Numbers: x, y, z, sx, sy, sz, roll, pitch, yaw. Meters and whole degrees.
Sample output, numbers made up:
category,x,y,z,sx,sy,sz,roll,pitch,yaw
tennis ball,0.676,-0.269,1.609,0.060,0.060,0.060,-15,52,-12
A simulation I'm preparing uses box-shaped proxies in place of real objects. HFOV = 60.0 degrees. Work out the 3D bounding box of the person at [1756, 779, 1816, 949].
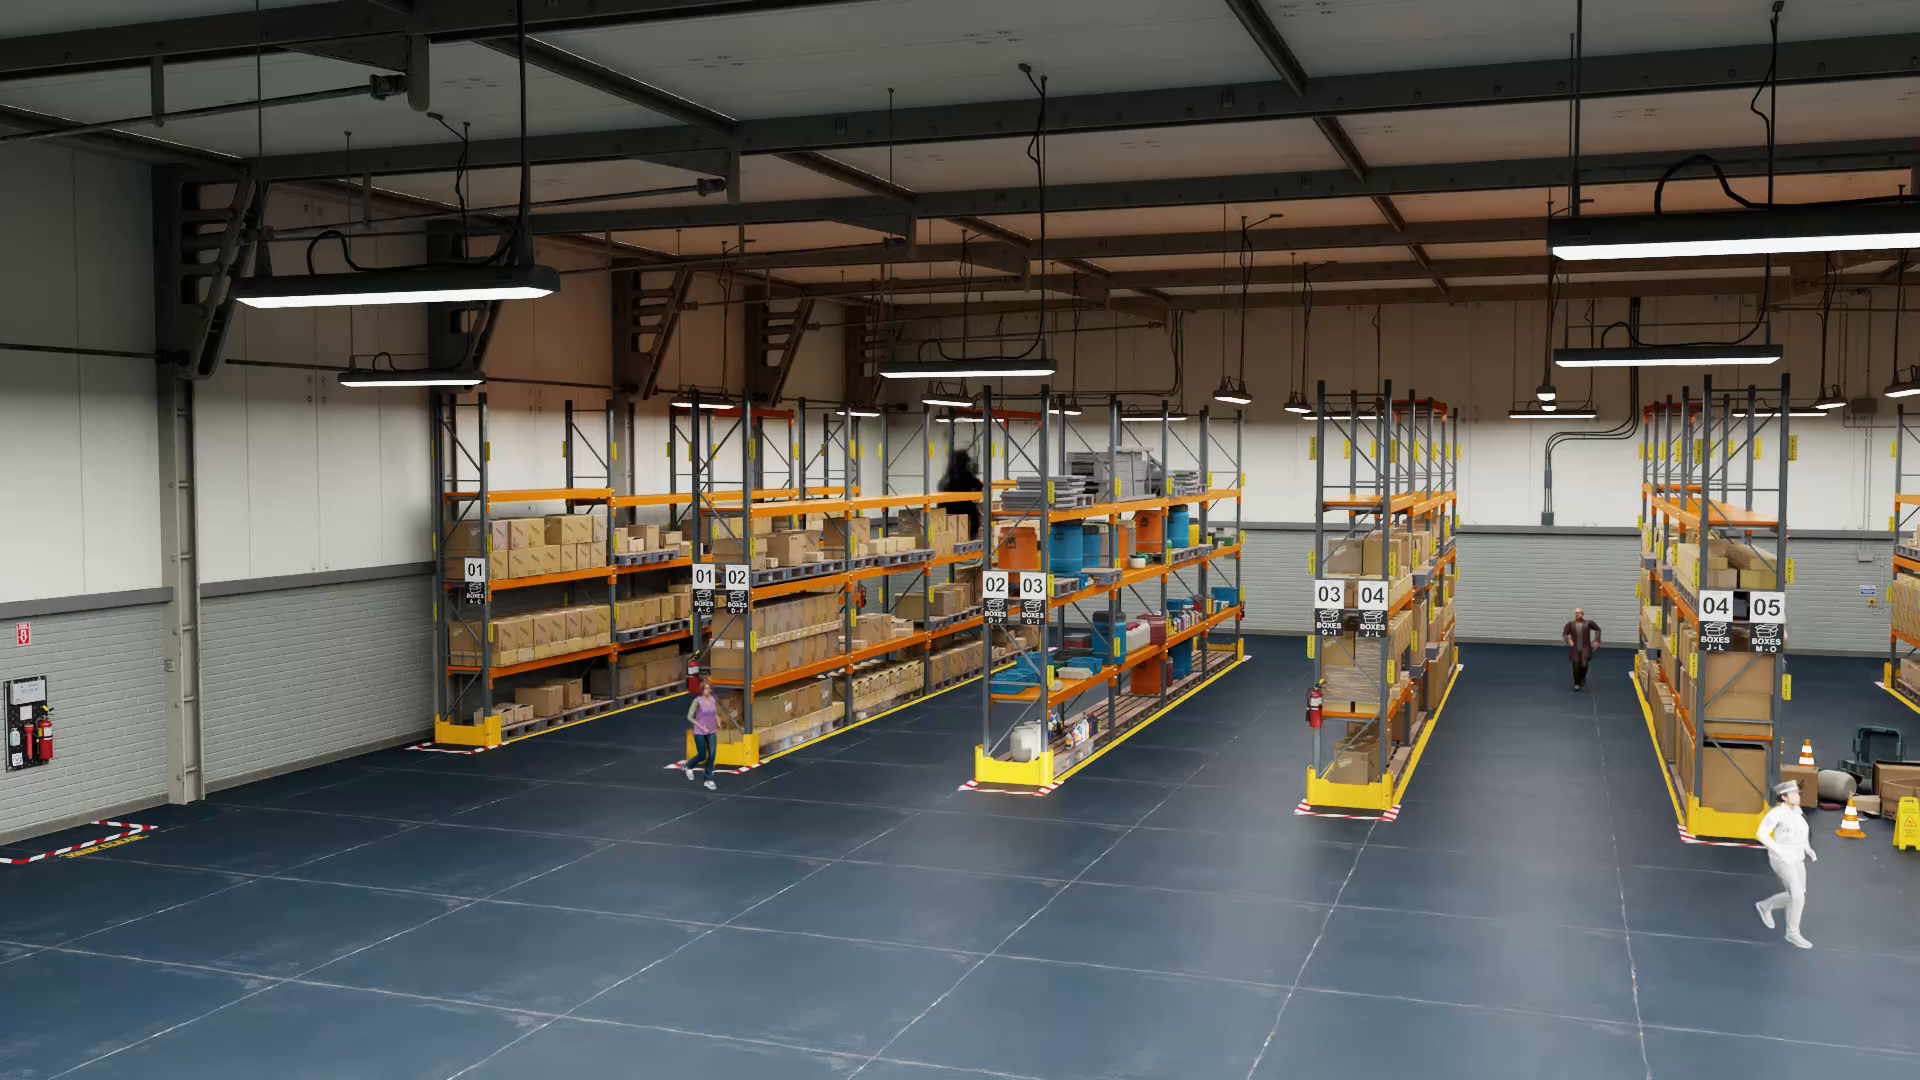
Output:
category,x,y,z,sx,sy,sz,roll,pitch,yaw
person,8.403,3.265,16.973,0.627,1.682,0.641,-2,4,-30

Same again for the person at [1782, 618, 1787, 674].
category,x,y,z,sx,sy,sz,roll,pitch,yaw
person,18.183,2.201,37.197,0.610,1.640,0.583,1,3,24

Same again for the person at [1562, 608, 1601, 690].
category,x,y,z,sx,sy,sz,roll,pitch,yaw
person,12.910,2.289,34.599,0.741,1.734,0.751,2,3,27

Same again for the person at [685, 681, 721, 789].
category,x,y,z,sx,sy,sz,roll,pitch,yaw
person,-3.836,2.897,24.865,0.566,1.593,0.680,-3,4,-42
